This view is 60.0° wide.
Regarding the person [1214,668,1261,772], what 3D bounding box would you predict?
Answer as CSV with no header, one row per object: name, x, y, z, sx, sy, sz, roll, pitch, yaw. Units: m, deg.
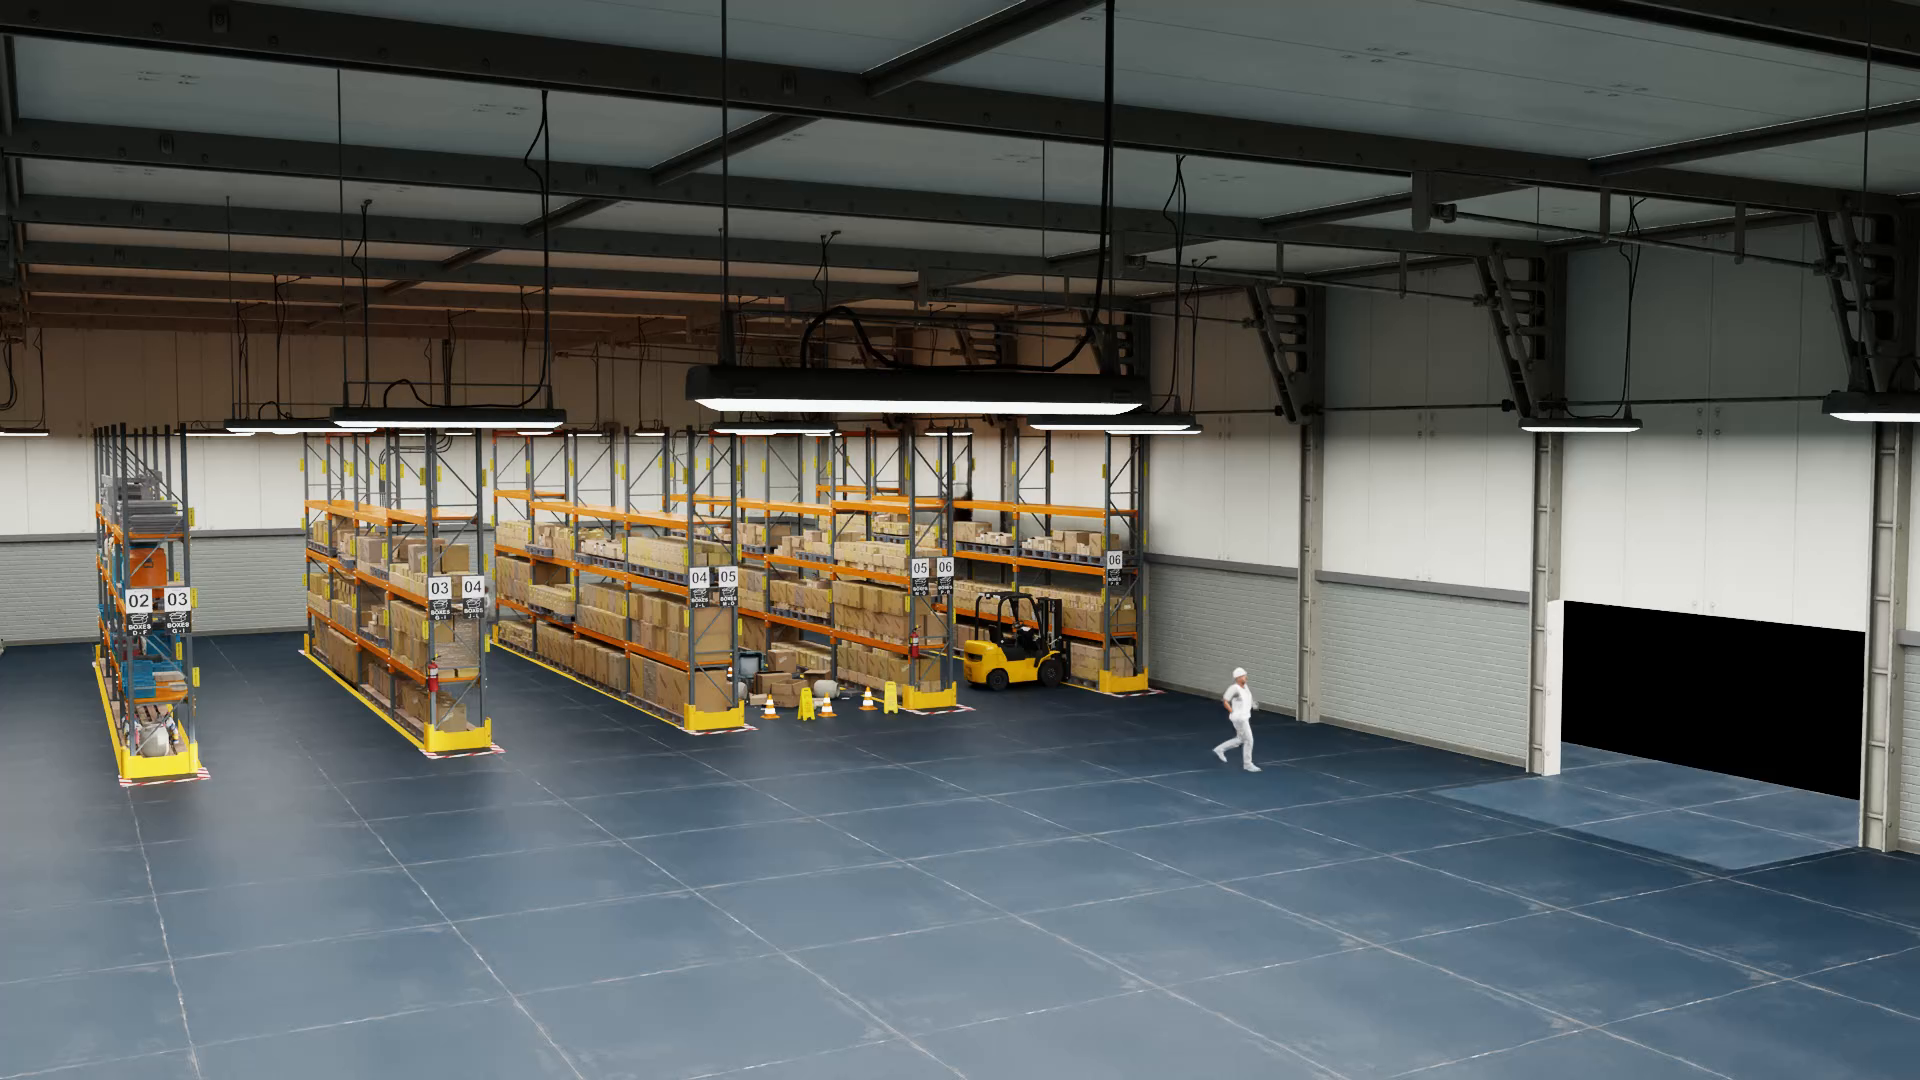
person,4.813,3.099,28.806,0.843,1.780,0.672,2,4,24

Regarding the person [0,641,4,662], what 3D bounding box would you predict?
person,-21.507,2.717,36.919,0.536,1.555,0.518,-3,5,-41

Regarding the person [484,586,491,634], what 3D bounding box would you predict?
person,-13.696,2.072,47.775,0.455,1.523,0.578,-3,5,-40

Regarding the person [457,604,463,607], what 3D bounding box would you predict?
person,-13.372,2.194,44.792,0.600,1.724,0.774,-1,4,-21

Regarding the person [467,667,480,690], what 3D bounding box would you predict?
person,-11.109,2.543,37.915,0.650,1.792,0.690,-2,4,-32
